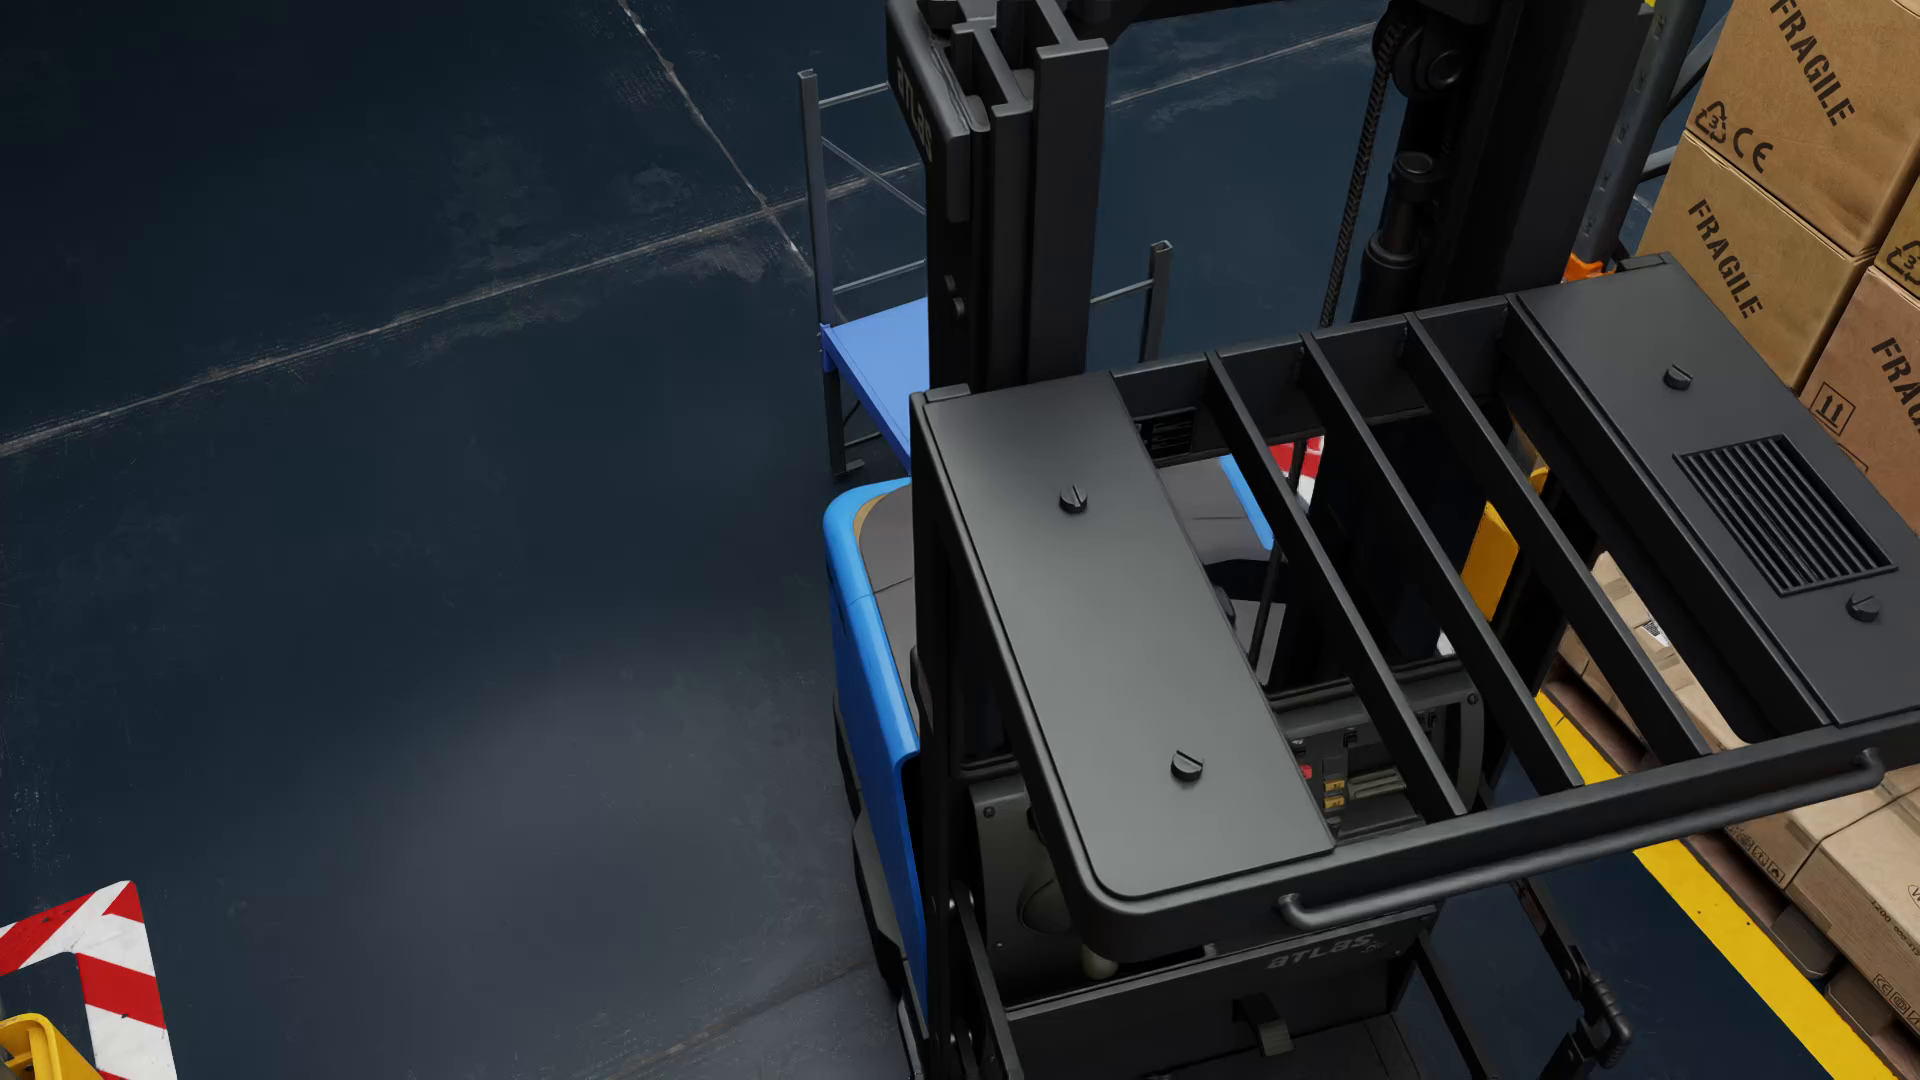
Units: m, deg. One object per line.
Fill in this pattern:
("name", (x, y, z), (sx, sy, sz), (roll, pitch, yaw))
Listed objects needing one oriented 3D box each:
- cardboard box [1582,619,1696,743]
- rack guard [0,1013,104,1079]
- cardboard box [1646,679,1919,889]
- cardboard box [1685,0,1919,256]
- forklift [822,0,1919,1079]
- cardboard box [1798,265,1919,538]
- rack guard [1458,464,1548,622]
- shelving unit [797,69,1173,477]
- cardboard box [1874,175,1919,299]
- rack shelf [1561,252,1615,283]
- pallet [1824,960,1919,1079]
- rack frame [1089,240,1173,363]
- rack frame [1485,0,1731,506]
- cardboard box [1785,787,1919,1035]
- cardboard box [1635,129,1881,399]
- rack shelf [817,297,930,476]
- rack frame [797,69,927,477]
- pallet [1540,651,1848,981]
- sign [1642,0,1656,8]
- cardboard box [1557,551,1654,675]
("cardboard box", (1.951, 0.347, 4.544), (0.380, 0.166, 0.250), (-21, 52, -18))
("rack guard", (-2.464, 1.509, 3.598), (1.175, 0.500, 0.348), (-21, 52, -18))
("cardboard box", (2.176, 0.550, 4.311), (0.500, 0.250, 0.500), (-21, 52, -18))
("cardboard box", (1.919, -0.981, 3.385), (0.500, 0.500, 0.500), (-20, 52, -16))
("forklift", (0.538, 0.606, 2.772), (1.130, 2.935, 3.031), (-12, 50, -10))
("cardboard box", (2.160, -0.309, 3.461), (0.500, 0.500, 0.500), (-22, 52, -18))
("rack guard", (1.985, -0.133, 5.034), (1.175, 0.500, 0.348), (-21, 52, -18))
("shelving unit", (0.035, -0.452, 4.649), (0.538, 1.500, 1.048), (-21, 52, -17))
("cardboard box", (2.165, -0.634, 3.081), (0.500, 0.500, 0.500), (-21, 52, -17))
("rack shelf", (2.866, 0.568, 3.238), (1.077, 0.370, 4.000), (-21, 52, -18))
("pallet", (2.905, 1.311, 3.964), (1.003, 0.211, 1.213), (-21, 52, -18))
("rack frame", (0.264, -0.110, 4.350), (0.500, 1.500, 0.032), (-21, 52, -17))
("rack frame", (1.950, -1.007, 4.138), (1.000, 3.000, 0.127), (-21, 52, -18))
("cardboard box", (2.405, 0.884, 4.018), (0.500, 0.250, 0.500), (-21, 52, -18))
("cardboard box", (1.919, -0.652, 3.761), (0.500, 0.500, 0.500), (-20, 52, -17))
("rack shelf", (0.035, -0.334, 4.784), (0.538, 0.185, 1.000), (-21, 52, -17))
("rack frame", (-0.193, -0.794, 4.948), (0.500, 1.500, 0.032), (-21, 52, -17))
("pallet", (2.351, 0.495, 4.677), (1.003, 0.211, 1.213), (-21, 52, -18))
("sign", (1.468, -1.105, 3.649), (0.100, 0.325, 0.005), (-21, 52, -18))
("cardboard box", (1.836, 0.185, 4.697), (0.380, 0.149, 0.250), (-21, 52, -18))
